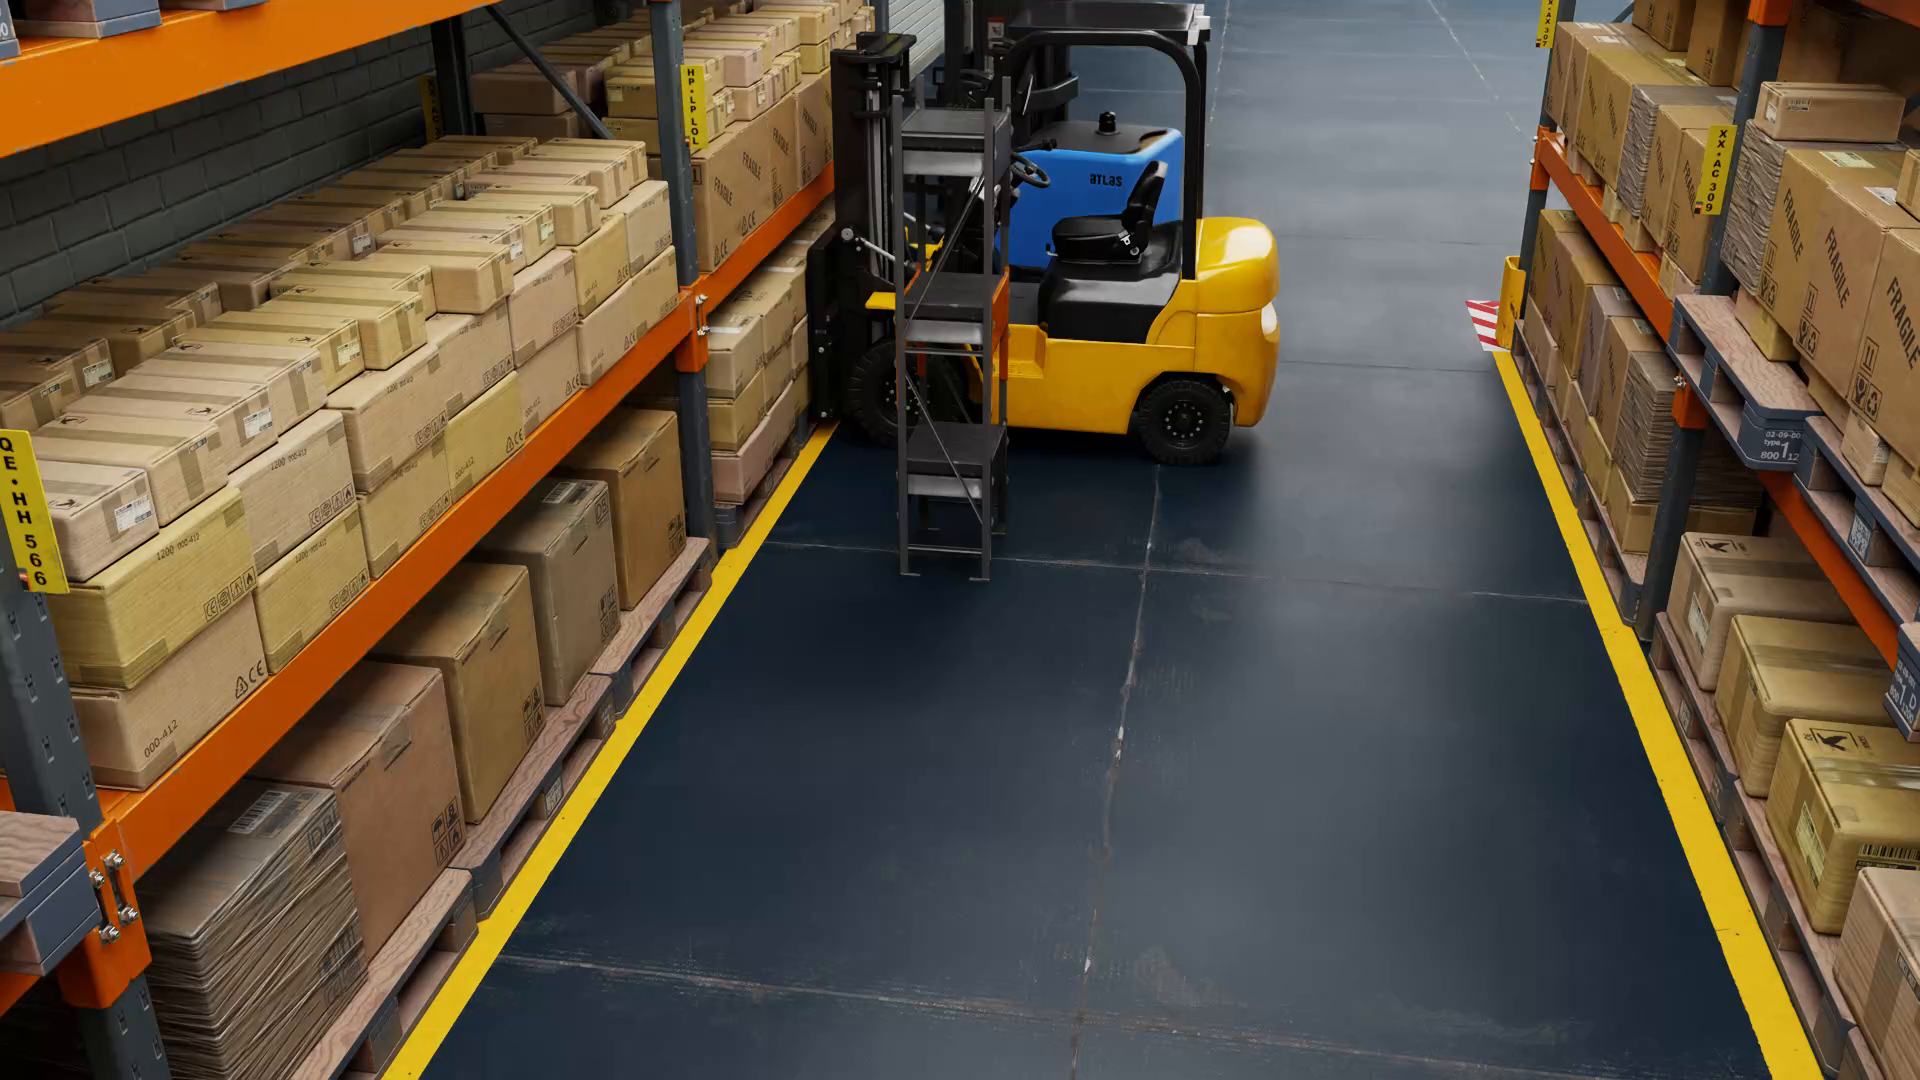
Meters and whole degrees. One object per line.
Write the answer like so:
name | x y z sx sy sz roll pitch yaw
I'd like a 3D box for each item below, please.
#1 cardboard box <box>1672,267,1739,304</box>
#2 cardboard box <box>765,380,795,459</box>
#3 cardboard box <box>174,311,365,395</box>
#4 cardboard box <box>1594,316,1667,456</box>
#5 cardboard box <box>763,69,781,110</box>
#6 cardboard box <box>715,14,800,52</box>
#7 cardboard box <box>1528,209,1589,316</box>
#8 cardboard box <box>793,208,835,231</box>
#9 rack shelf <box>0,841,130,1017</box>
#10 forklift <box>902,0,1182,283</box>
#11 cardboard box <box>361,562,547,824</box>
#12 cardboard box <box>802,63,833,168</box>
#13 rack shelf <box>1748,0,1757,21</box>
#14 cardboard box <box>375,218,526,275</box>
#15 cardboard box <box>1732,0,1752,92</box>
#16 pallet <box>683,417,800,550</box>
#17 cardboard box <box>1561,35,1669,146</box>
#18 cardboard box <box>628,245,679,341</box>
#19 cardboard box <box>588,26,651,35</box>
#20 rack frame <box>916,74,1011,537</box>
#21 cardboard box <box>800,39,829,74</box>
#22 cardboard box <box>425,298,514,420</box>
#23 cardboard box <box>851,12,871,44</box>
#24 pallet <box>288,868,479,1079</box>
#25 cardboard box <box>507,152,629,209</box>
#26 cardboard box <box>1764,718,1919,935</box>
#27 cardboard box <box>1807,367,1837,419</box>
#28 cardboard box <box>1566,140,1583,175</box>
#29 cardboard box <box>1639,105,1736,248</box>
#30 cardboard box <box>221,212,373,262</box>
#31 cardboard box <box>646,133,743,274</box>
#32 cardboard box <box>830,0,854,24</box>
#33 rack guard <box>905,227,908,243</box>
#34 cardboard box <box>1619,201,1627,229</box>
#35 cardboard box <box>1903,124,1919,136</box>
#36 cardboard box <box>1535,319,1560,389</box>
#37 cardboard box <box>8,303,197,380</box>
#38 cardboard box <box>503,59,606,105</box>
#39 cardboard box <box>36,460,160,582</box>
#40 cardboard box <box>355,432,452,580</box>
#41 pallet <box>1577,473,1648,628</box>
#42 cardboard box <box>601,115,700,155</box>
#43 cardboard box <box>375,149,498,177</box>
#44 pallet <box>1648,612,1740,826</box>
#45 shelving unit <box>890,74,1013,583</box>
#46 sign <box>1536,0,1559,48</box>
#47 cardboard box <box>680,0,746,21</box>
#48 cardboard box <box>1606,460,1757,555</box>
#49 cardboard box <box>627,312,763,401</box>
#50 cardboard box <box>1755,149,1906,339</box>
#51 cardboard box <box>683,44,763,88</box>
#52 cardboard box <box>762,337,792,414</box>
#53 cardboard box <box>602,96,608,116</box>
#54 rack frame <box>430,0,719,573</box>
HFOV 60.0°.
cardboard box | 3.052 -0.967 6.575 0.380 0.149 0.250 4 25 8
cardboard box | -1.123 -0.606 8.253 0.500 0.250 0.500 3 25 7
cardboard box | -1.807 -0.485 4.365 0.380 0.149 0.250 4 25 9
cardboard box | 3.214 -0.689 7.547 0.500 0.500 0.500 4 25 9
cardboard box | -1.072 -2.149 7.920 0.380 0.149 0.250 4 25 8
cardboard box | -1.039 -2.608 8.550 0.380 0.149 0.250 4 25 9
cardboard box | 3.546 -1.555 9.397 0.500 0.500 0.500 3 25 7
cardboard box | -0.861 -1.699 9.409 0.500 0.250 0.500 4 25 9
rack shelf | -2.577 1.567 1.712 1.077 0.370 4.000 4 25 9
forklift | -0.076 -3.153 11.029 3.031 2.935 1.130 10 27 20
cardboard box | -1.926 0.475 5.503 0.875 0.625 0.625 3 25 6
cardboard box | -0.942 -2.331 9.075 0.500 0.500 0.500 4 25 8
rack shelf | 3.628 -2.795 7.493 1.077 0.370 4.000 4 25 9
cardboard box | -1.613 -0.912 5.277 0.380 0.149 0.250 4 25 9
cardboard box | 3.800 -2.148 7.152 0.700 0.500 0.500 3 25 7
pallet | -1.426 -0.335 8.216 1.003 0.211 1.213 4 25 9
cardboard box | 3.522 -2.383 8.833 0.500 0.500 0.500 5 26 10
cardboard box | -1.421 -0.971 6.463 0.500 0.250 0.500 5 25 10
cardboard box | -1.602 -2.429 8.168 0.380 0.149 0.250 4 25 8
rack frame | 0.013 -0.984 7.375 0.400 2.100 0.015 4 25 9
cardboard box | -0.909 -2.577 8.835 0.380 0.149 0.250 4 25 9
cardboard box | -1.692 -0.564 5.005 0.500 0.250 0.500 4 25 9
cardboard box | -0.736 -3.006 9.752 0.380 0.149 0.250 4 25 9
pallet | -2.078 1.326 4.667 1.003 0.211 1.213 4 25 9
cardboard box | -1.458 -1.339 6.190 0.380 0.149 0.250 4 25 8
cardboard box | 2.991 0.886 4.924 0.950 0.372 0.625 5 26 10
cardboard box | 2.795 -0.460 4.996 0.380 0.149 0.250 4 25 9
cardboard box | 3.457 -2.042 8.871 0.380 0.149 0.250 4 25 9
cardboard box | 3.205 -1.524 7.000 0.500 0.500 0.500 5 26 10
cardboard box | -2.126 -0.945 5.348 0.380 0.149 0.250 4 25 8
cardboard box | -1.267 -1.481 7.257 0.500 0.500 0.500 3 25 7
cardboard box | -0.820 -3.034 9.459 0.380 0.149 0.250 5 25 10
rack guard | -0.939 -1.819 11.046 1.175 0.500 0.348 4 25 9
cardboard box | 3.287 -1.497 7.707 0.380 0.149 0.250 4 25 8
cardboard box | 3.452 -1.087 5.569 0.500 0.500 0.500 4 25 8
cardboard box | 3.459 -1.012 9.122 0.500 0.250 0.500 5 26 10
cardboard box | -2.271 -0.517 4.432 0.380 0.149 0.250 4 25 8
cardboard box | -1.761 -1.998 7.247 0.380 0.149 0.250 3 25 7
cardboard box | -1.908 -0.047 3.429 0.380 0.149 0.250 5 26 10
cardboard box | -1.773 -0.122 4.648 0.500 0.250 0.500 3 25 7
pallet | 3.376 0.054 7.385 1.003 0.211 1.213 4 25 9
cardboard box | -1.285 -1.722 7.007 0.380 0.149 0.250 4 25 8
cardboard box | -1.962 -1.366 6.247 0.380 0.149 0.250 3 25 7
pallet | 3.175 0.663 6.084 1.003 0.211 1.213 4 25 9
shelving unit | -0.027 -0.882 7.157 0.431 2.100 0.503 4 25 9
sign | 3.419 -3.028 9.660 0.100 0.325 0.005 4 25 9
cardboard box | -1.388 -2.856 9.079 0.380 0.149 0.250 5 26 10
cardboard box | 3.132 -0.136 7.251 0.500 0.250 0.500 5 26 11
cardboard box | -1.208 -0.846 7.588 0.500 0.250 0.500 4 25 8
cardboard box | 2.860 -0.910 5.192 0.500 0.500 0.500 4 25 9
cardboard box | -1.122 -2.178 7.631 0.380 0.149 0.250 5 25 10
cardboard box | -1.133 -0.831 8.145 0.500 0.250 0.500 4 25 8
cardboard box | -1.740 -1.976 7.551 0.380 0.149 0.250 5 25 10
rack frame | -1.597 -1.268 6.920 1.000 3.000 0.127 4 25 9
